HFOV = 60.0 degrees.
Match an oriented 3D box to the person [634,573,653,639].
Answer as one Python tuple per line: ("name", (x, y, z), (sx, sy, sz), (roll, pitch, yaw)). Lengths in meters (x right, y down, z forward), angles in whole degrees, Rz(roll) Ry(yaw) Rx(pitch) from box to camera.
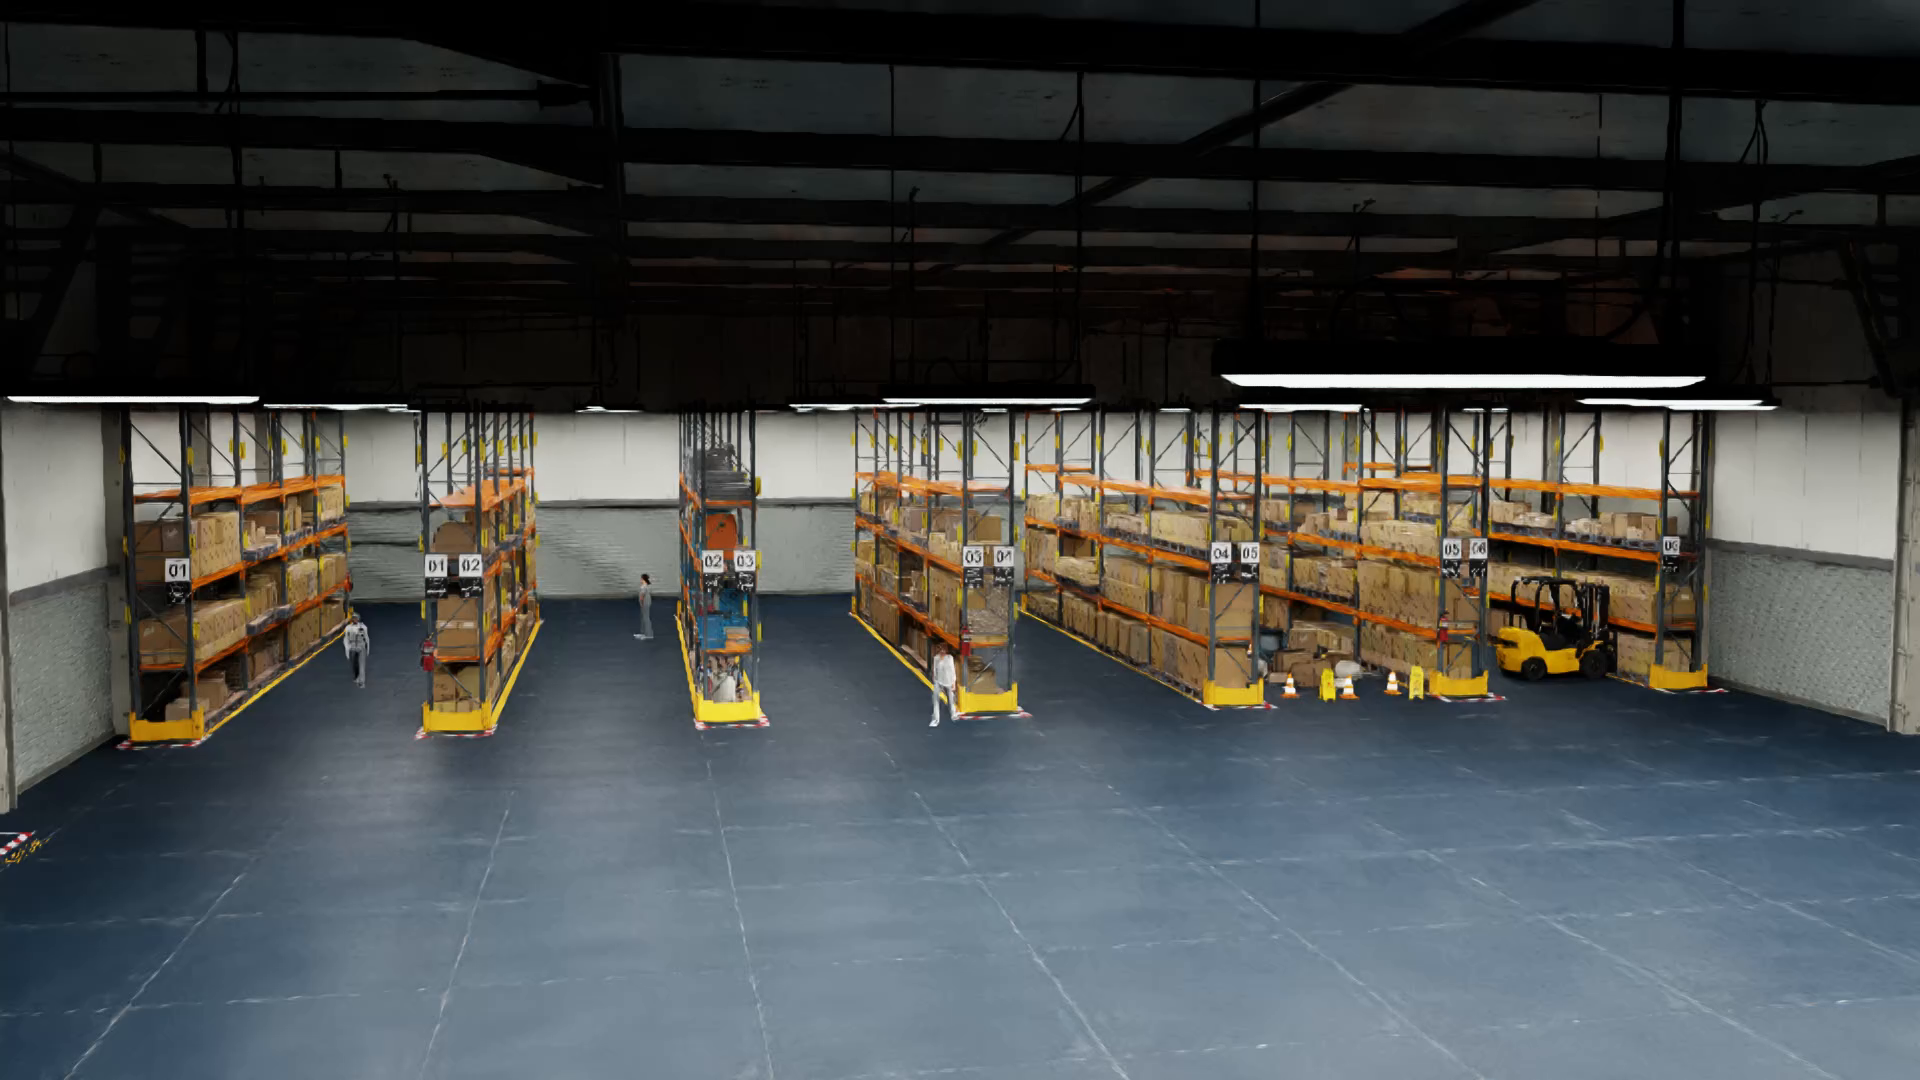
("person", (-8.085, 1.672, 42.493), (0.607, 1.664, 0.640), (1, 4, 12))

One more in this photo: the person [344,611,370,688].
("person", (-12.661, 2.271, 34.881), (0.498, 1.585, 1.075), (-1, 4, -13))

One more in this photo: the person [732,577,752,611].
("person", (-6.417, 1.196, 48.131), (0.530, 1.767, 0.723), (2, 5, 23))

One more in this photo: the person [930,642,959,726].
("person", (-0.288, 2.633, 30.723), (0.453, 1.534, 0.883), (1, 4, 12))
